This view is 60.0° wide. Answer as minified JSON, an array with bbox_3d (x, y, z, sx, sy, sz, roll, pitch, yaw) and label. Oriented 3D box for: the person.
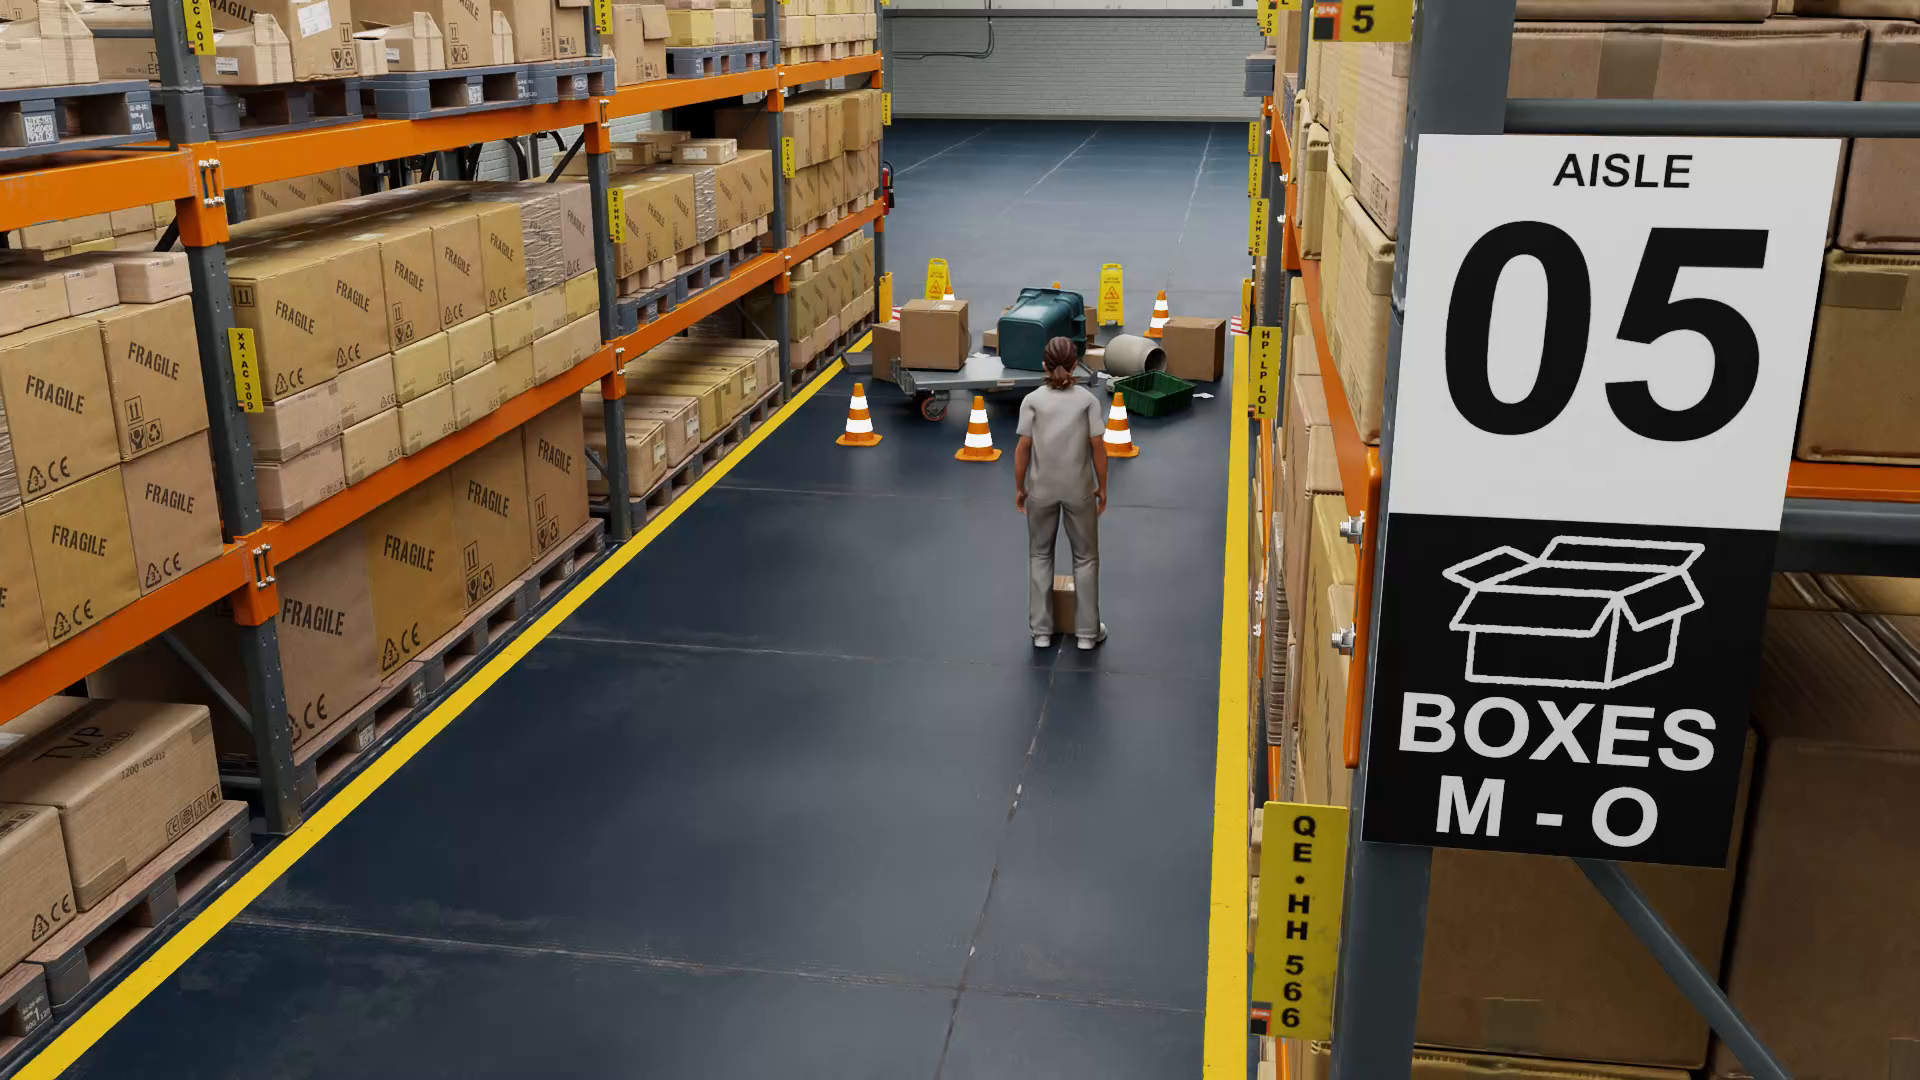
[{"bbox_3d":[0.544,-0.243,8.809,0.512,1.671,0.361,2,18,6],"label":"person"}]
